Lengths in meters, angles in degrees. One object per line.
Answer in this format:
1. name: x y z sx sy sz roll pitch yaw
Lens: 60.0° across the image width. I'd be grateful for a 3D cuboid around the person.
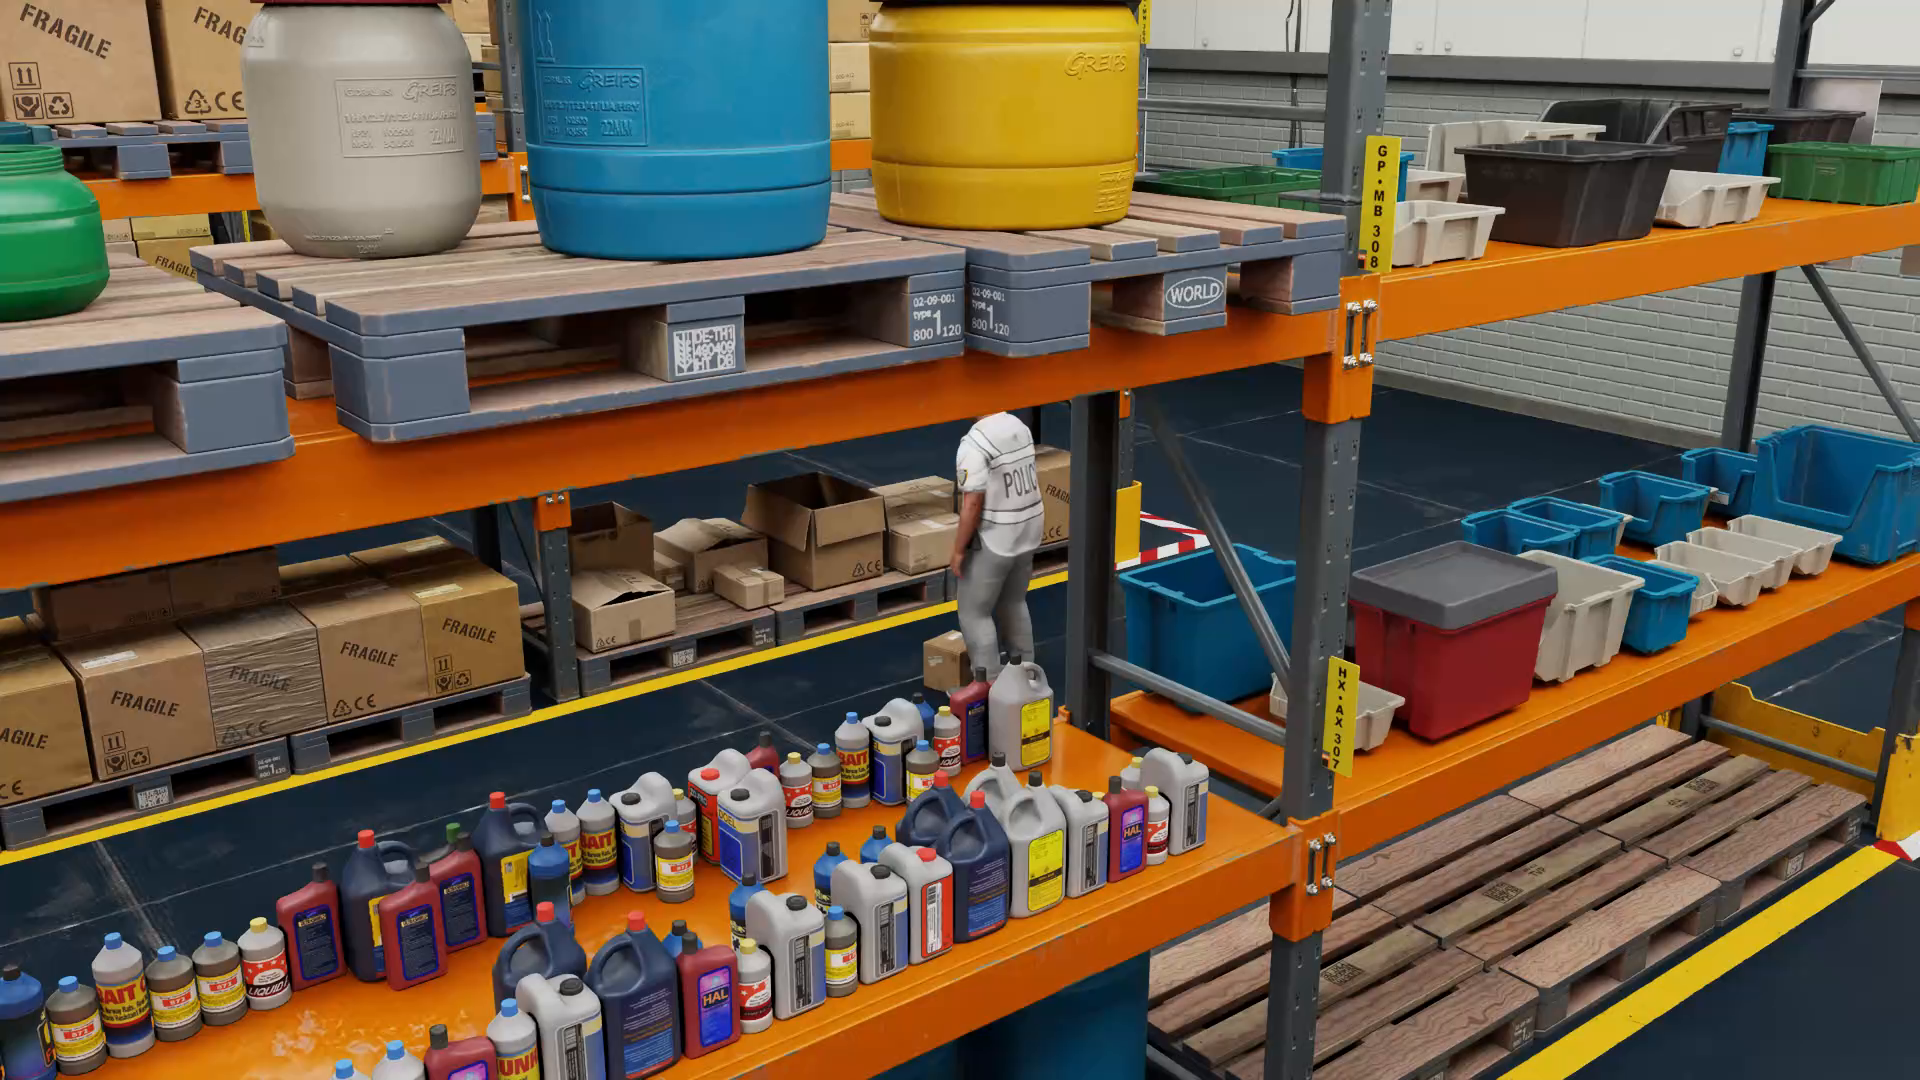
1. person: 0.188 -0.001 8.538 0.431 1.750 0.606 14 22 37
